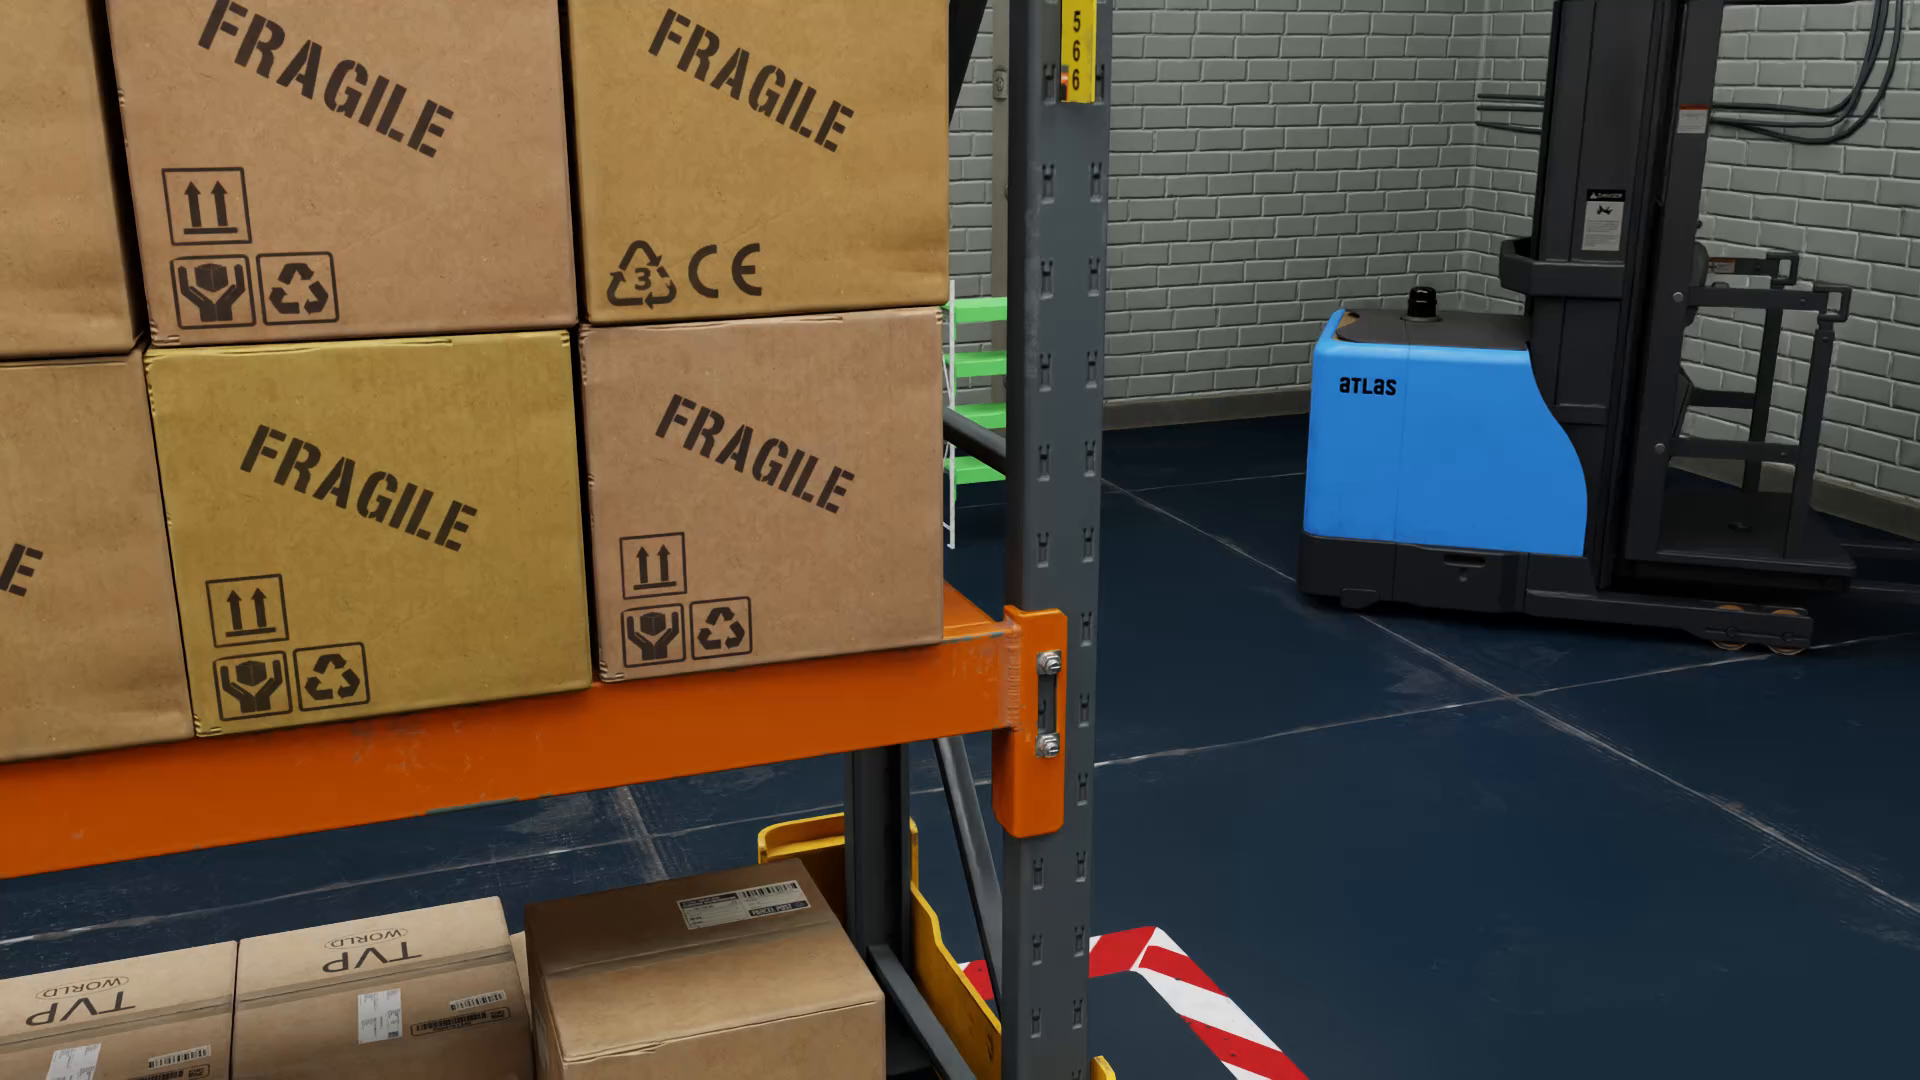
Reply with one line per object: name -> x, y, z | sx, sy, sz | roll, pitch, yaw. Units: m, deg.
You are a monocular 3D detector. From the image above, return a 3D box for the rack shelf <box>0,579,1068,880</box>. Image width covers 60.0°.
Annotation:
rack shelf -> -1.887, 0.351, 2.357 | 4.000, 0.370, 1.077 | -6, 17, -20

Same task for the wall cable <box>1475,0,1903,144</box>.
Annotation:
wall cable -> 3.614, -3.364, 8.593 | 0.112, 2.526, 3.097 | -6, 17, -20

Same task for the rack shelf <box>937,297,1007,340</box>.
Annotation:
rack shelf -> 0.155, -0.992, 7.369 | 0.480, 0.148, 0.258 | -6, 17, -20

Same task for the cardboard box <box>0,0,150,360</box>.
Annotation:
cardboard box -> -1.291, -0.502, 2.032 | 0.500, 0.500, 0.500 | -6, 17, -19

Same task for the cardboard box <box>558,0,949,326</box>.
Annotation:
cardboard box -> -0.337, -0.607, 2.388 | 0.500, 0.500, 0.500 | -6, 18, -21

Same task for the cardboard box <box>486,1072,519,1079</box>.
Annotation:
cardboard box -> -0.849, 1.089, 2.814 | 0.250, 0.166, 0.380 | -6, 17, -20

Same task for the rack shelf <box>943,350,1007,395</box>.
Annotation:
rack shelf -> 0.155, -0.761, 7.436 | 0.480, 0.148, 0.258 | -6, 17, -20

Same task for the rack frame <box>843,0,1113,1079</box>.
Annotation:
rack frame -> -0.019, -0.196, 2.943 | 0.127, 3.000, 1.000 | -6, 17, -20

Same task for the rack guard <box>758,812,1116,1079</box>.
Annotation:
rack guard -> -0.090, 1.011, 3.269 | 0.348, 0.500, 1.175 | -6, 17, -20

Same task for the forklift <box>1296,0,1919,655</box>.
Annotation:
forklift -> 2.930, -1.147, 6.303 | 3.031, 2.935, 1.130 | 5, 17, 16

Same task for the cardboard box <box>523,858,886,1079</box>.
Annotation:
cardboard box -> -0.439, 0.912, 2.825 | 0.500, 0.500, 0.500 | -6, 17, -20

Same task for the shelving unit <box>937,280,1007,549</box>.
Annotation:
shelving unit -> 0.155, -0.592, 7.486 | 0.503, 1.200, 0.258 | -6, 17, -20

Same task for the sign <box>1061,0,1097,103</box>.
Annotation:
sign -> 0.160, -0.755, 2.231 | 0.005, 0.325, 0.100 | -6, 17, -20

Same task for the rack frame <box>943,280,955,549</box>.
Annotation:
rack frame -> -0.073, -0.568, 7.402 | 0.015, 1.200, 0.240 | -6, 17, -20

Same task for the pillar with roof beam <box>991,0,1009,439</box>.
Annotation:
pillar with roof beam -> 1.957, -3.745, 4.379 | 0.400, 9.000, 9.100 | -6, 17, -20

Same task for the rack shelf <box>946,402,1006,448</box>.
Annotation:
rack shelf -> 0.155, -0.531, 7.504 | 0.480, 0.148, 0.258 | -6, 17, -20

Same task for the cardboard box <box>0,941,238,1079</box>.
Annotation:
cardboard box -> -1.562, 0.993, 2.992 | 0.500, 0.250, 0.500 | -6, 17, -20

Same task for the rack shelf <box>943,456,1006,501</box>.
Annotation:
rack shelf -> 0.155, -0.301, 7.572 | 0.480, 0.148, 0.258 | -6, 17, -20

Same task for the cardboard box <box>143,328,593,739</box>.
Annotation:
cardboard box -> -0.823, -0.074, 2.350 | 0.500, 0.500, 0.500 | -6, 17, -20

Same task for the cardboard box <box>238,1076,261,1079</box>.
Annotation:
cardboard box -> -1.337, 1.120, 2.561 | 0.500, 0.250, 0.500 | -6, 17, -20

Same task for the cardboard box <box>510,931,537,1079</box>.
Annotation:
cardboard box -> -0.767, 0.929, 3.358 | 0.250, 0.166, 0.380 | -6, 17, -20

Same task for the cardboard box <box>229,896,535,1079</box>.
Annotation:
cardboard box -> -1.096, 0.943, 3.164 | 0.500, 0.250, 0.500 | -6, 17, -20

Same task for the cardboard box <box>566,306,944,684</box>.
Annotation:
cardboard box -> -0.340, -0.127, 2.531 | 0.500, 0.500, 0.500 | -6, 17, -18

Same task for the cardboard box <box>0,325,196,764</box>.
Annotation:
cardboard box -> -1.291, -0.025, 2.183 | 0.500, 0.500, 0.500 | -6, 17, -20

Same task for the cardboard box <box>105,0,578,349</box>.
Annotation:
cardboard box -> -0.808, -0.556, 2.214 | 0.500, 0.500, 0.500 | -6, 17, -19
